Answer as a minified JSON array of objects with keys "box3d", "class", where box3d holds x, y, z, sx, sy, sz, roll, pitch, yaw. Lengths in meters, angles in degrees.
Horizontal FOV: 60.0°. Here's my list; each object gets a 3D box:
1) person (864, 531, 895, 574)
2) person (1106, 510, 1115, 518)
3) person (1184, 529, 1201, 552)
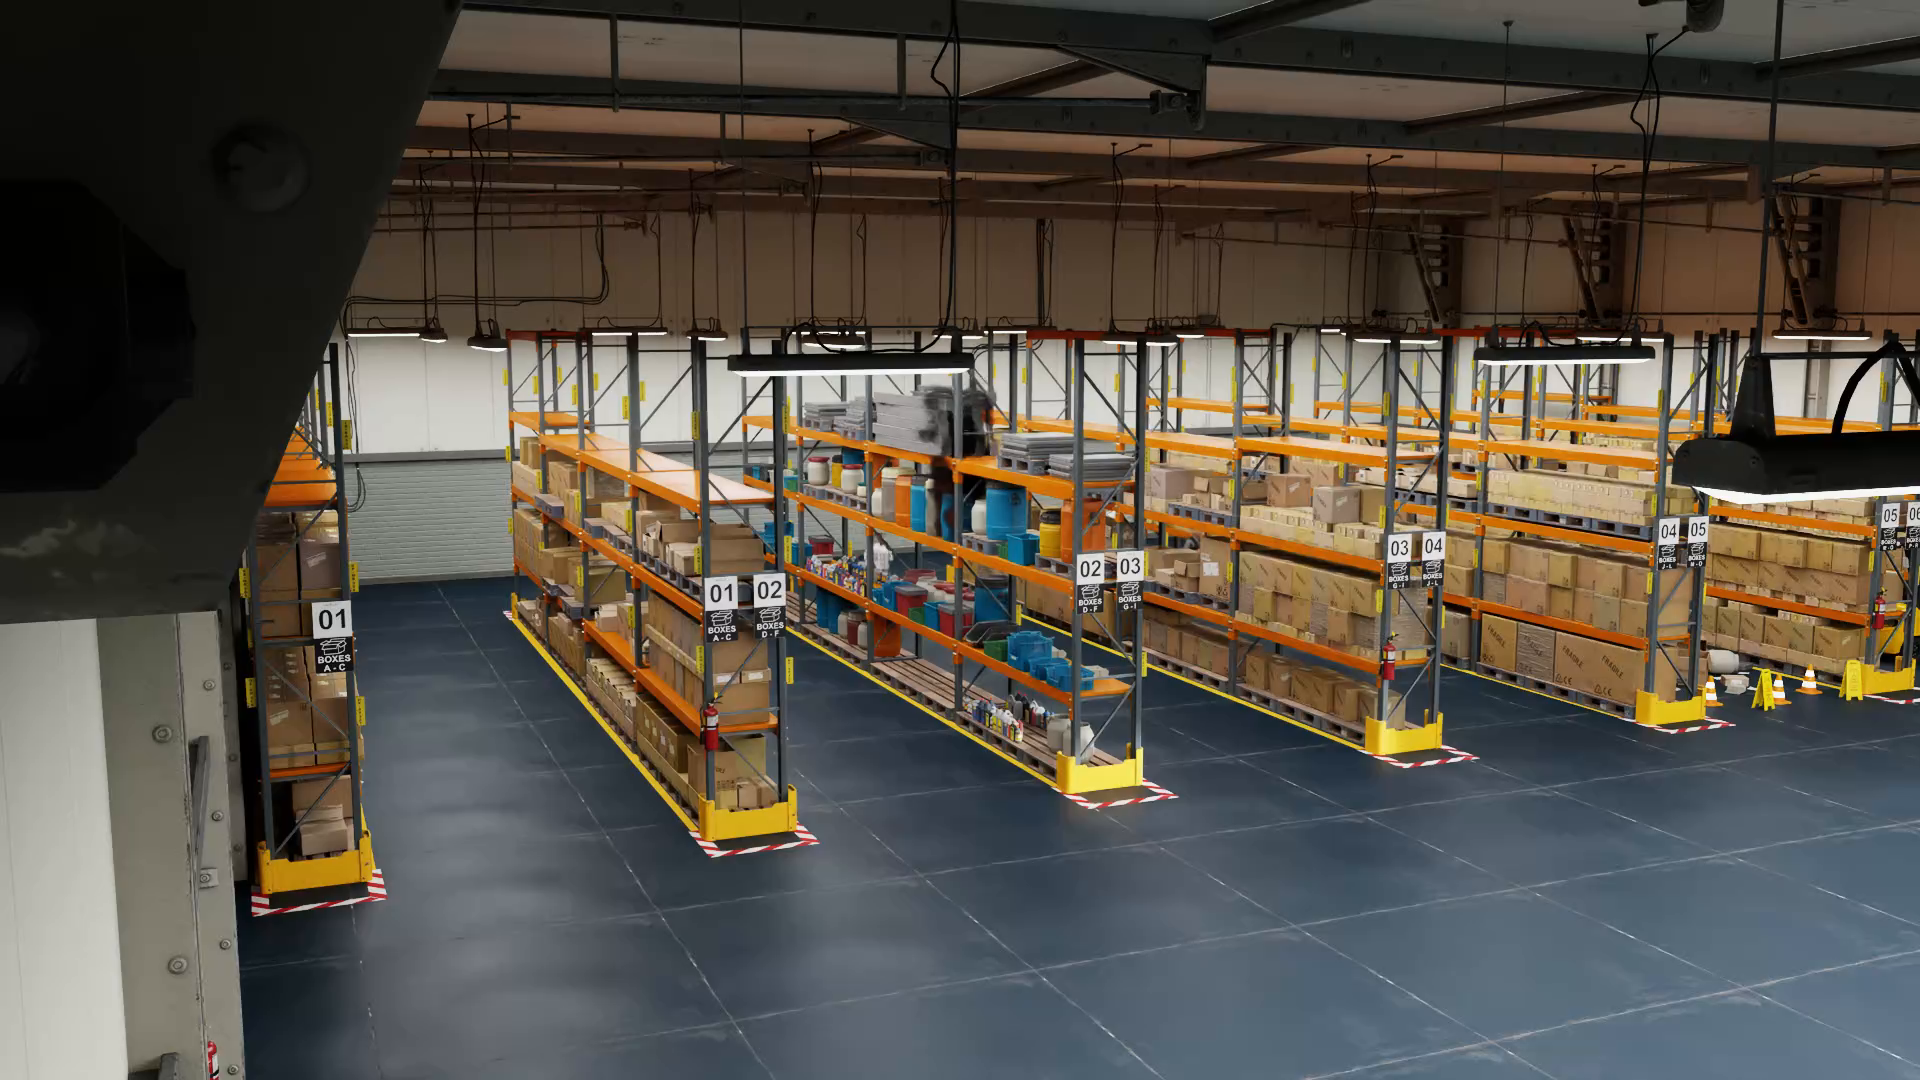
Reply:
[{"box3d":[-1.699,0.652,35.675,0.549,1.715,0.696,-6,10,-35],"class":"person"},{"box3d":[3.636,-0.140,41.428,0.552,1.678,0.757,-2,8,-13],"class":"person"},{"box3d":[5.090,0.559,36.051,0.674,1.747,0.893,-5,9,-31],"class":"person"}]
